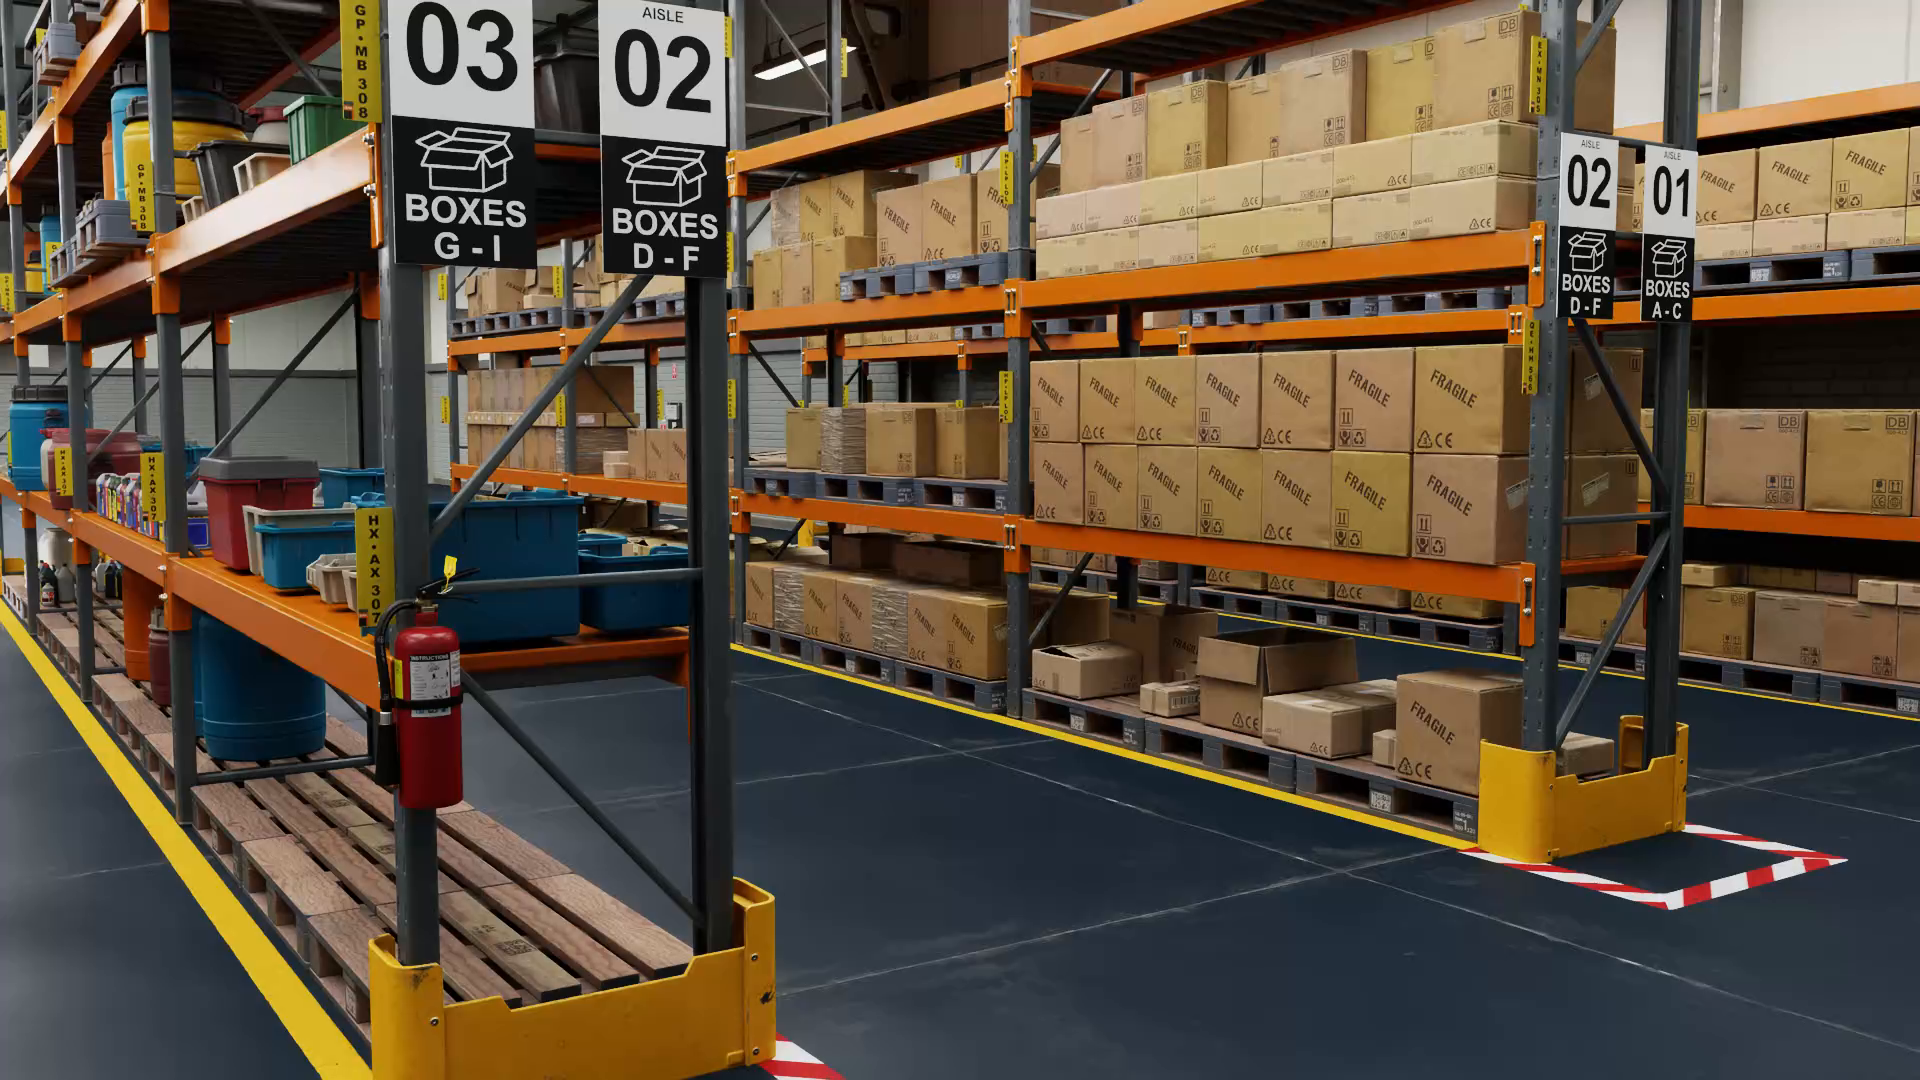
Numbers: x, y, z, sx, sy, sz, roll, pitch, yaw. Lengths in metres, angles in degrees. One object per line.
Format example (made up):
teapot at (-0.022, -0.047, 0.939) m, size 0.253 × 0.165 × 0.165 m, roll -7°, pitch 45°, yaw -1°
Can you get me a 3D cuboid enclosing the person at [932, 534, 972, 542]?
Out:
person at (-0.082, -0.101, 15.840) m, size 0.367 × 1.713 × 0.538 m, roll -3°, pitch 5°, yaw -33°
